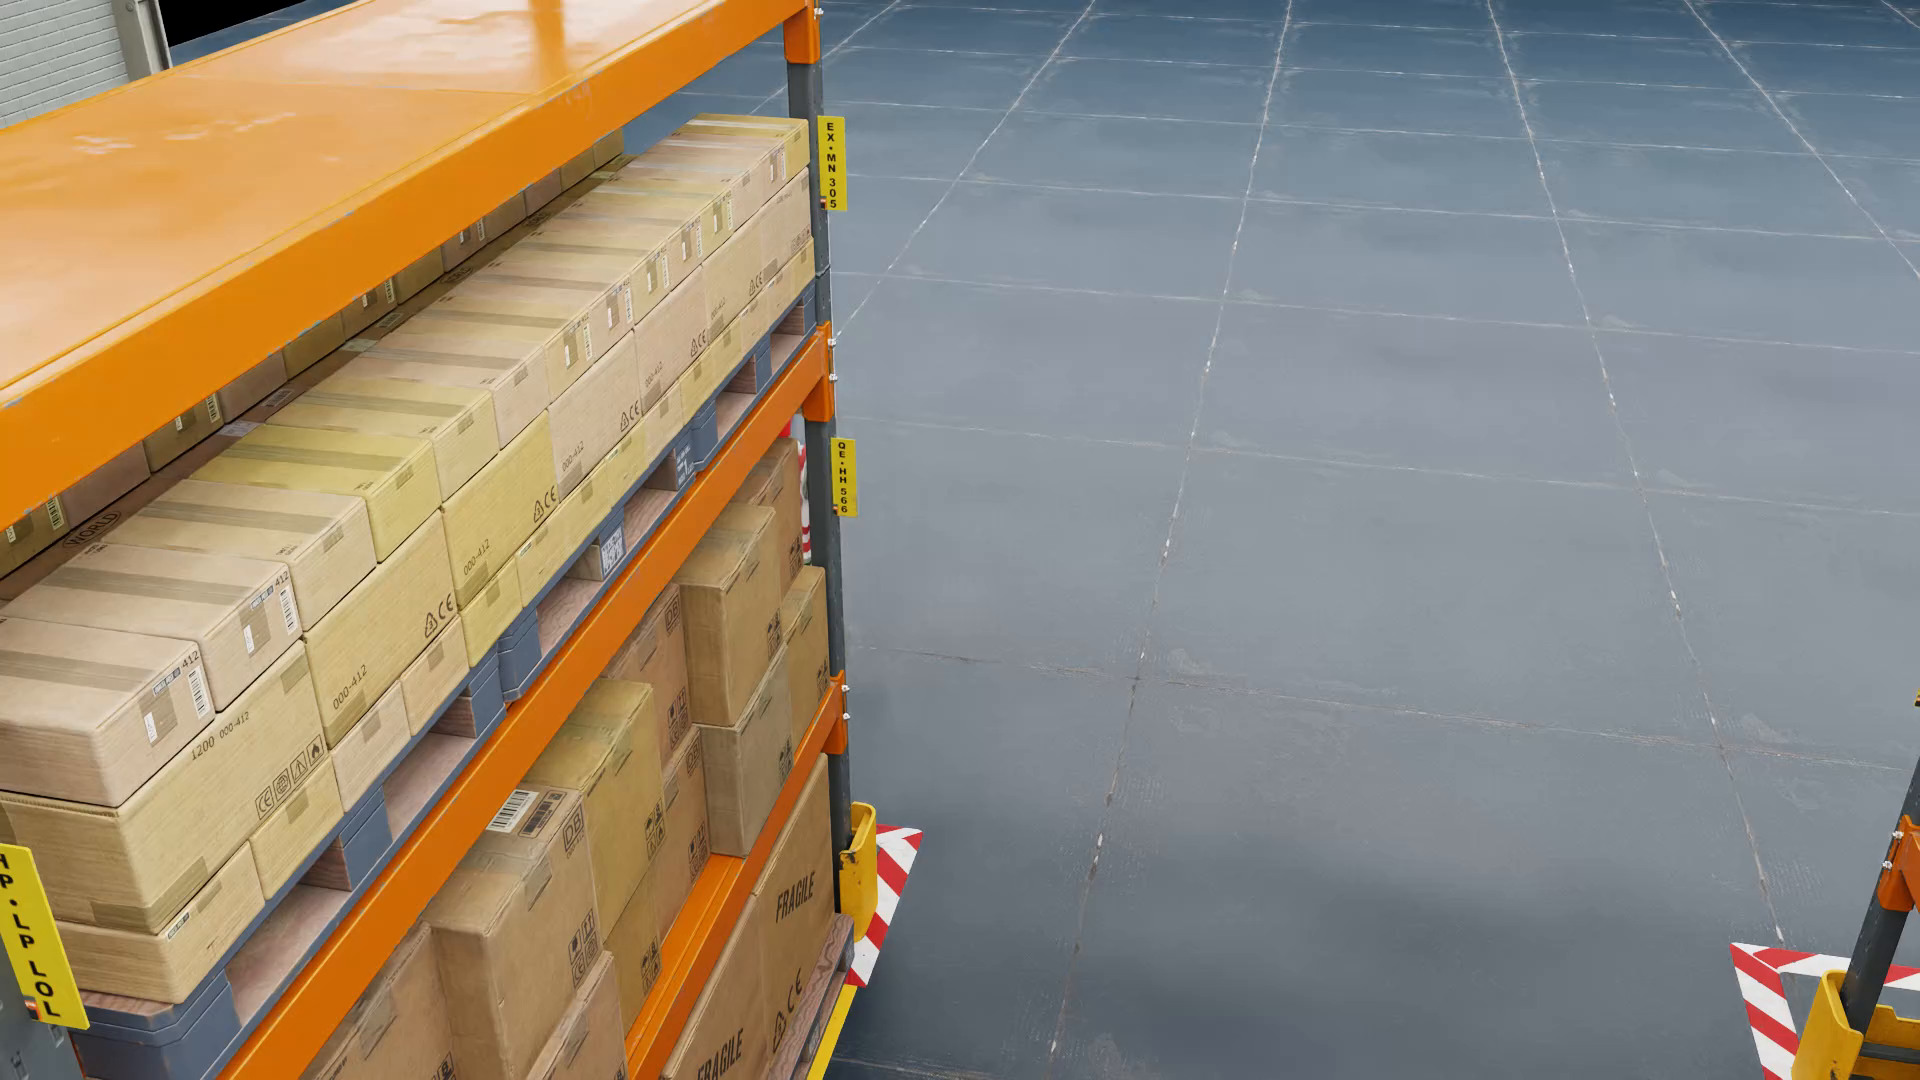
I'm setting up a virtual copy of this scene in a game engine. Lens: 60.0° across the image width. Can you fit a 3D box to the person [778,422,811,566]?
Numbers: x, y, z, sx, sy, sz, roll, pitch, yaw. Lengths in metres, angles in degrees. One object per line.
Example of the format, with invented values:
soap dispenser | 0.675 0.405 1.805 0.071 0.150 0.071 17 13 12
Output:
person | -0.905 0.104 8.448 0.538 1.751 0.427 7 29 12
